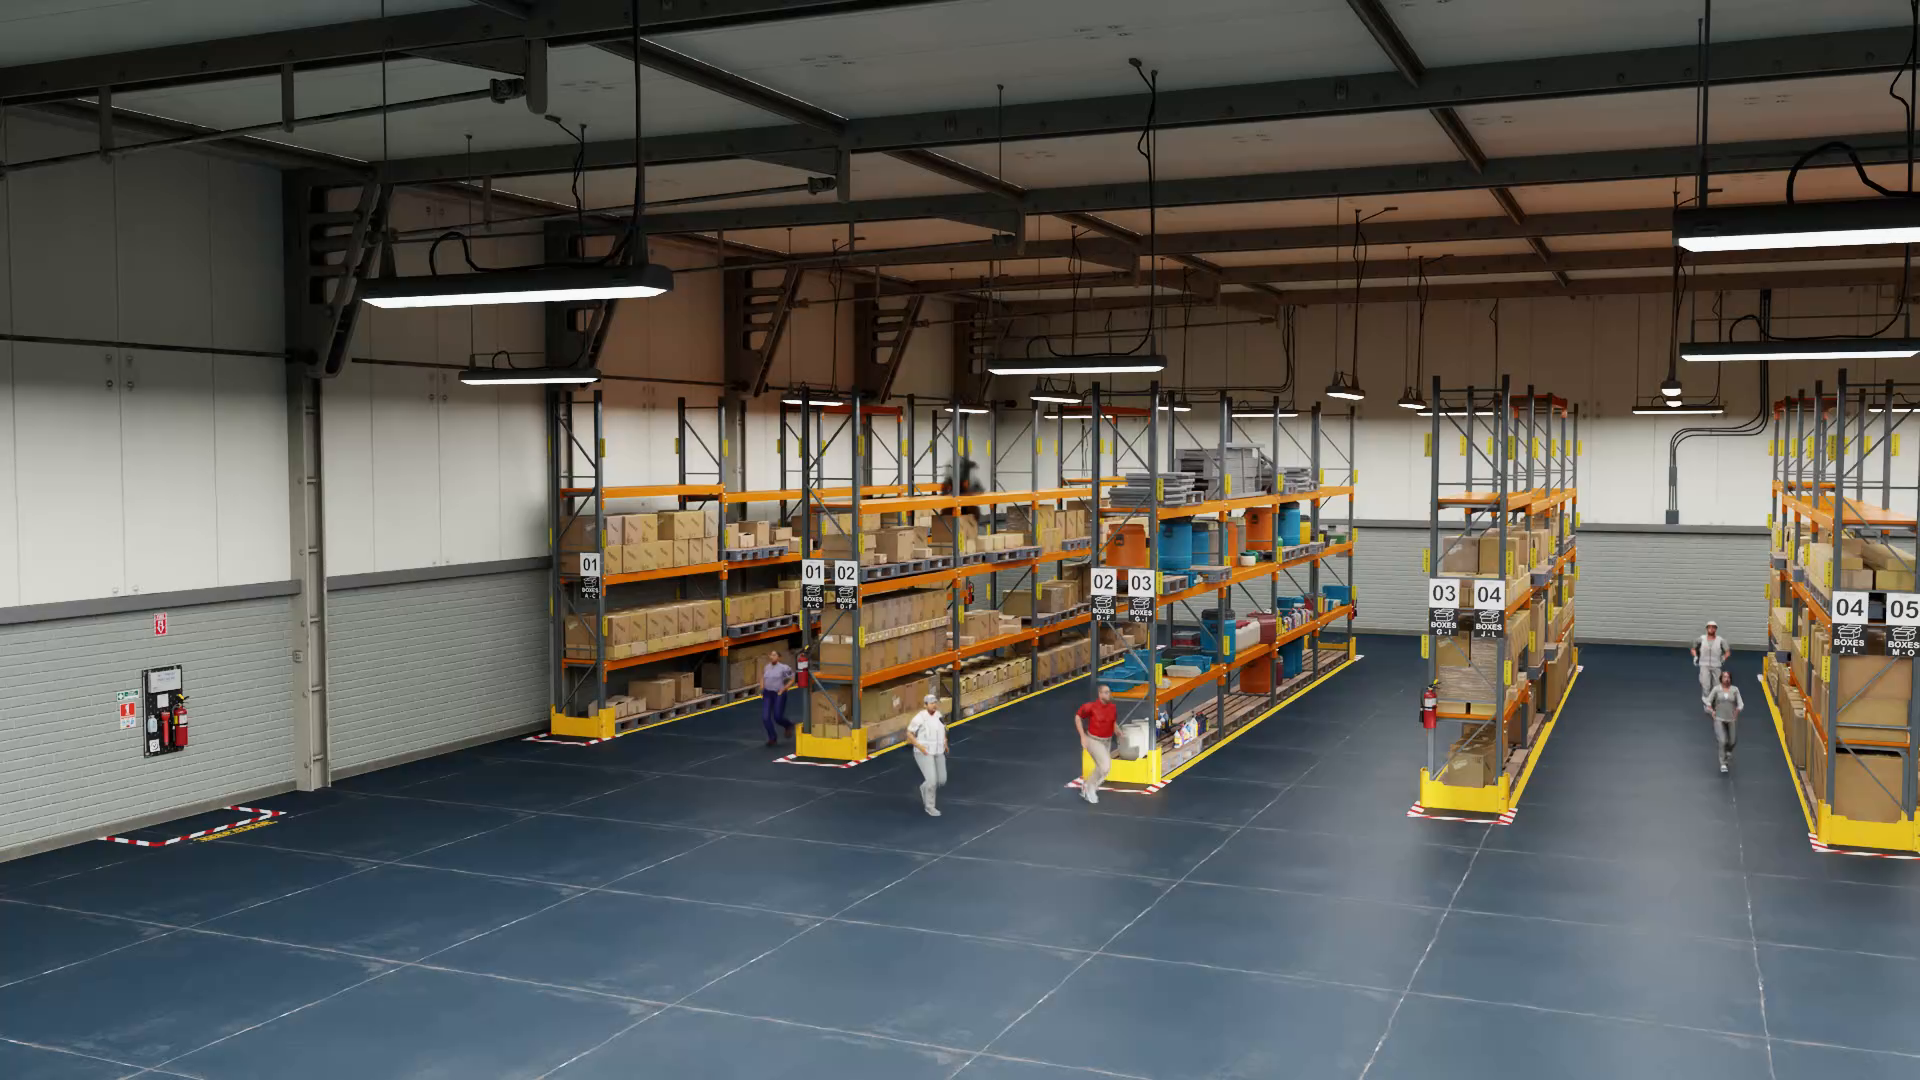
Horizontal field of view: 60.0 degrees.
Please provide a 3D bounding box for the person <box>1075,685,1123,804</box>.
[{"bbox_3d":[1.975,2.871,23.414,0.583,1.685,0.762,-3,4,-42],"label":"person"}]

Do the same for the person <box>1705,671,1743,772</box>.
[{"bbox_3d":[11.866,2.798,25.825,0.538,1.549,0.608,1,3,19],"label":"person"}]

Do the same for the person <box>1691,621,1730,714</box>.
[{"bbox_3d":[14.160,2.398,31.407,0.672,1.746,0.739,1,3,23],"label":"person"}]

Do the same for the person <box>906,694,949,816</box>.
[{"bbox_3d":[-0.450,2.928,22.843,0.630,1.643,0.586,-2,4,-37],"label":"person"}]

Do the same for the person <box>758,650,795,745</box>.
[{"bbox_3d":[-3.124,2.650,28.150,0.634,1.595,0.558,1,3,21],"label":"person"}]
